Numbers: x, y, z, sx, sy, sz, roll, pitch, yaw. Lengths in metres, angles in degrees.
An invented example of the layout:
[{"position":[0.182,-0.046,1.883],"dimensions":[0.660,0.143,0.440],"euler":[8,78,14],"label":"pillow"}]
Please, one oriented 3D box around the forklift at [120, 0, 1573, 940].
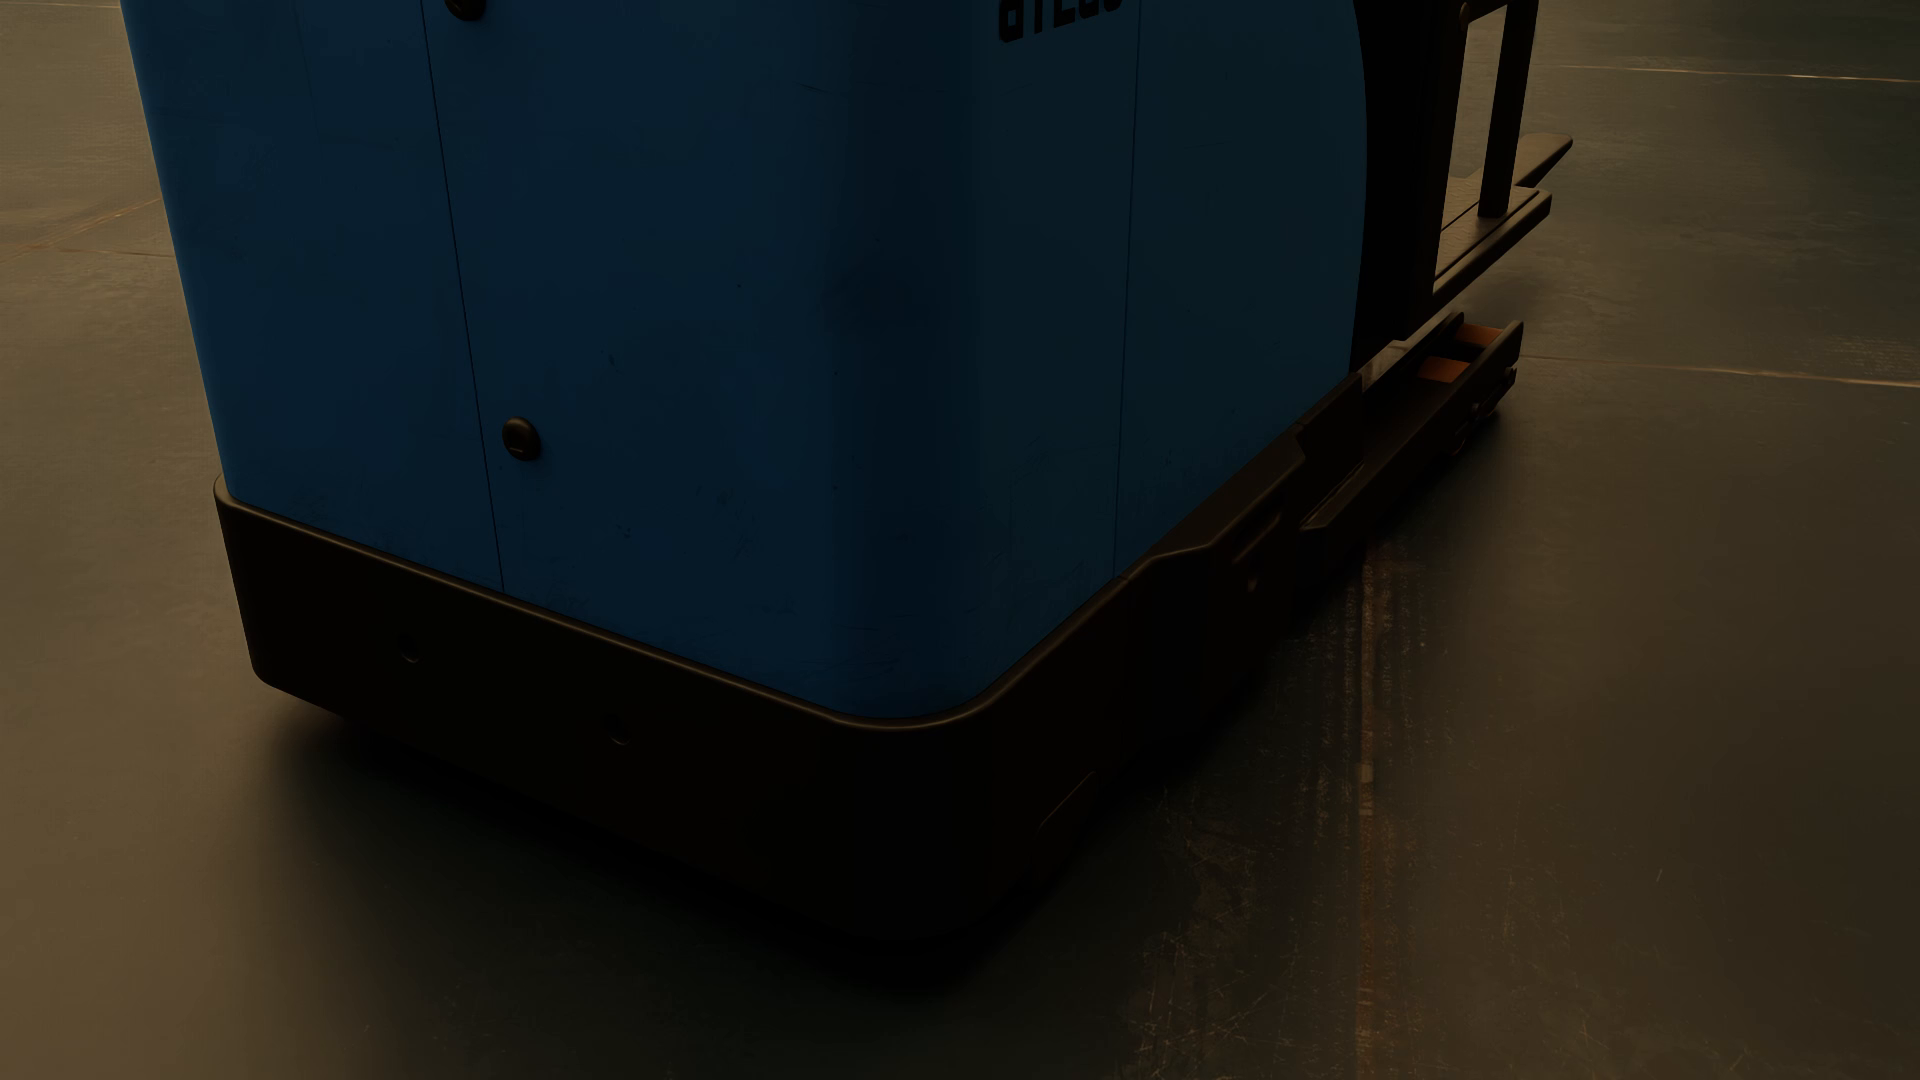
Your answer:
[{"position":[0.331,-1.548,2.314],"dimensions":[1.130,2.935,3.031],"euler":[16,31,28],"label":"forklift"}]
